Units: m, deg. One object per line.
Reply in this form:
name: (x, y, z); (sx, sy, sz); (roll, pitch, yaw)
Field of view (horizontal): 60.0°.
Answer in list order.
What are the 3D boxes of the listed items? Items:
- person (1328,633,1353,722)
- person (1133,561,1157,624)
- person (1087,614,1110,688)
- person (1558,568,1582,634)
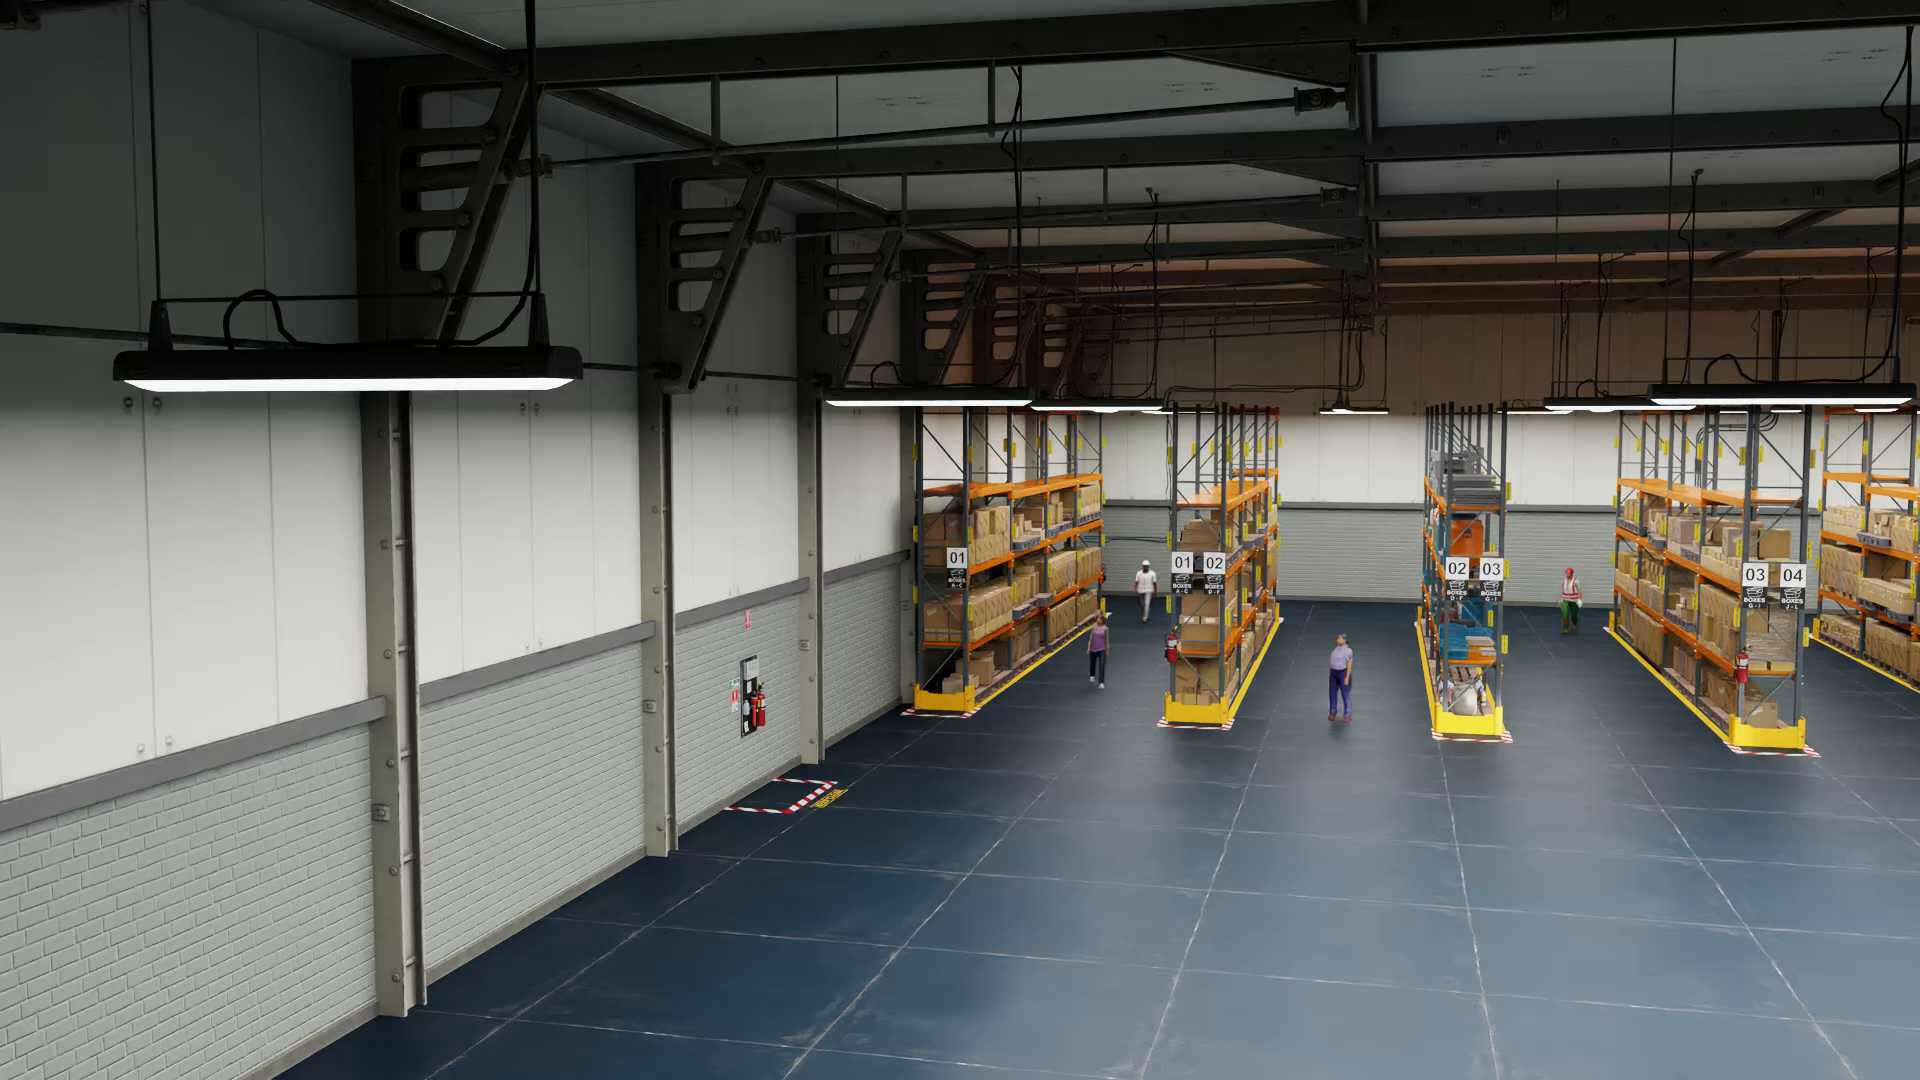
person: (7.183, 2.580, 31.368); (0.359, 1.655, 0.514); (-3, 5, -38)
person: (5.153, 1.442, 46.332); (0.605, 1.729, 1.013); (2, 4, 20)
person: (2.931, 2.341, 35.292); (0.498, 1.535, 0.868); (0, 4, 0)
person: (16.144, 1.600, 43.989); (0.604, 1.759, 0.878); (2, 5, 24)
